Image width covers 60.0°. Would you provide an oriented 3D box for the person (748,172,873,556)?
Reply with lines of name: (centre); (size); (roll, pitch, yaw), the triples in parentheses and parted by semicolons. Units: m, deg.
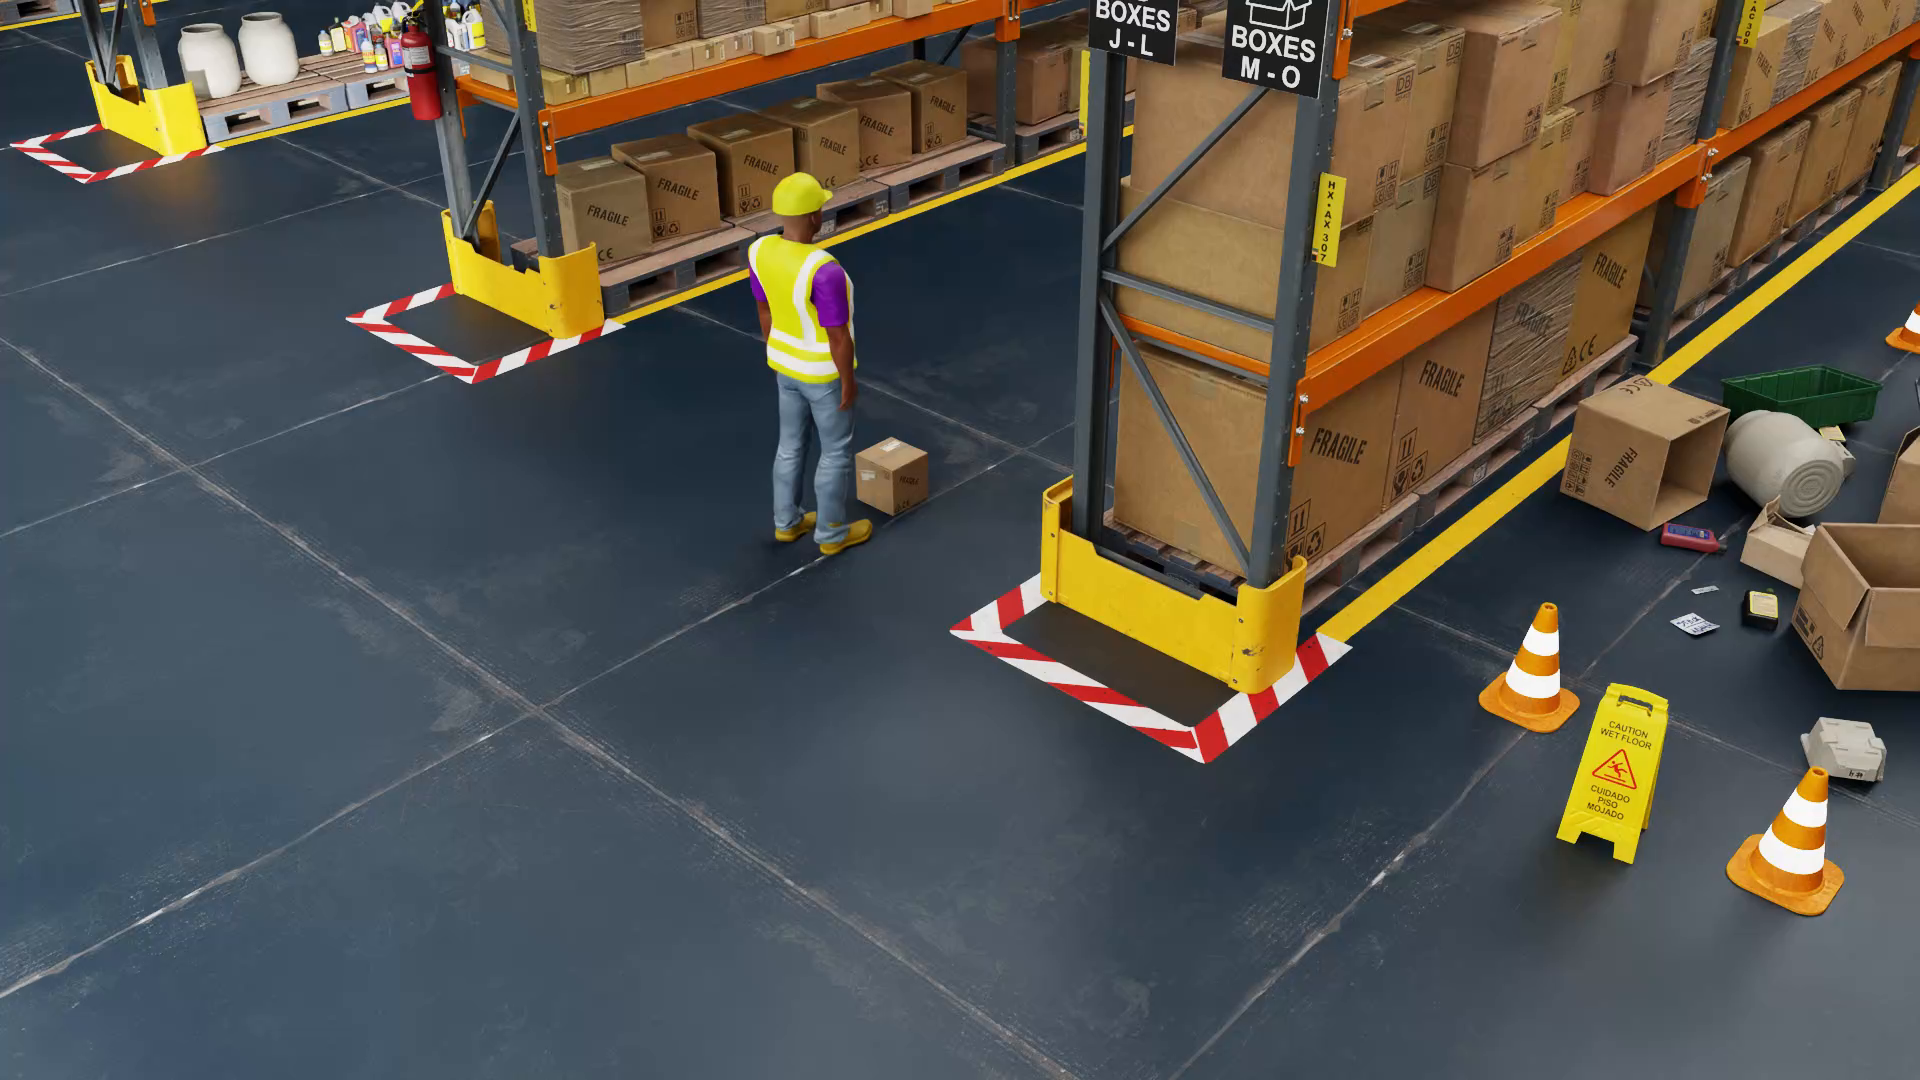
person: (-0.654, -0.768, 7.405); (0.563, 1.784, 0.382); (26, 40, 36)
